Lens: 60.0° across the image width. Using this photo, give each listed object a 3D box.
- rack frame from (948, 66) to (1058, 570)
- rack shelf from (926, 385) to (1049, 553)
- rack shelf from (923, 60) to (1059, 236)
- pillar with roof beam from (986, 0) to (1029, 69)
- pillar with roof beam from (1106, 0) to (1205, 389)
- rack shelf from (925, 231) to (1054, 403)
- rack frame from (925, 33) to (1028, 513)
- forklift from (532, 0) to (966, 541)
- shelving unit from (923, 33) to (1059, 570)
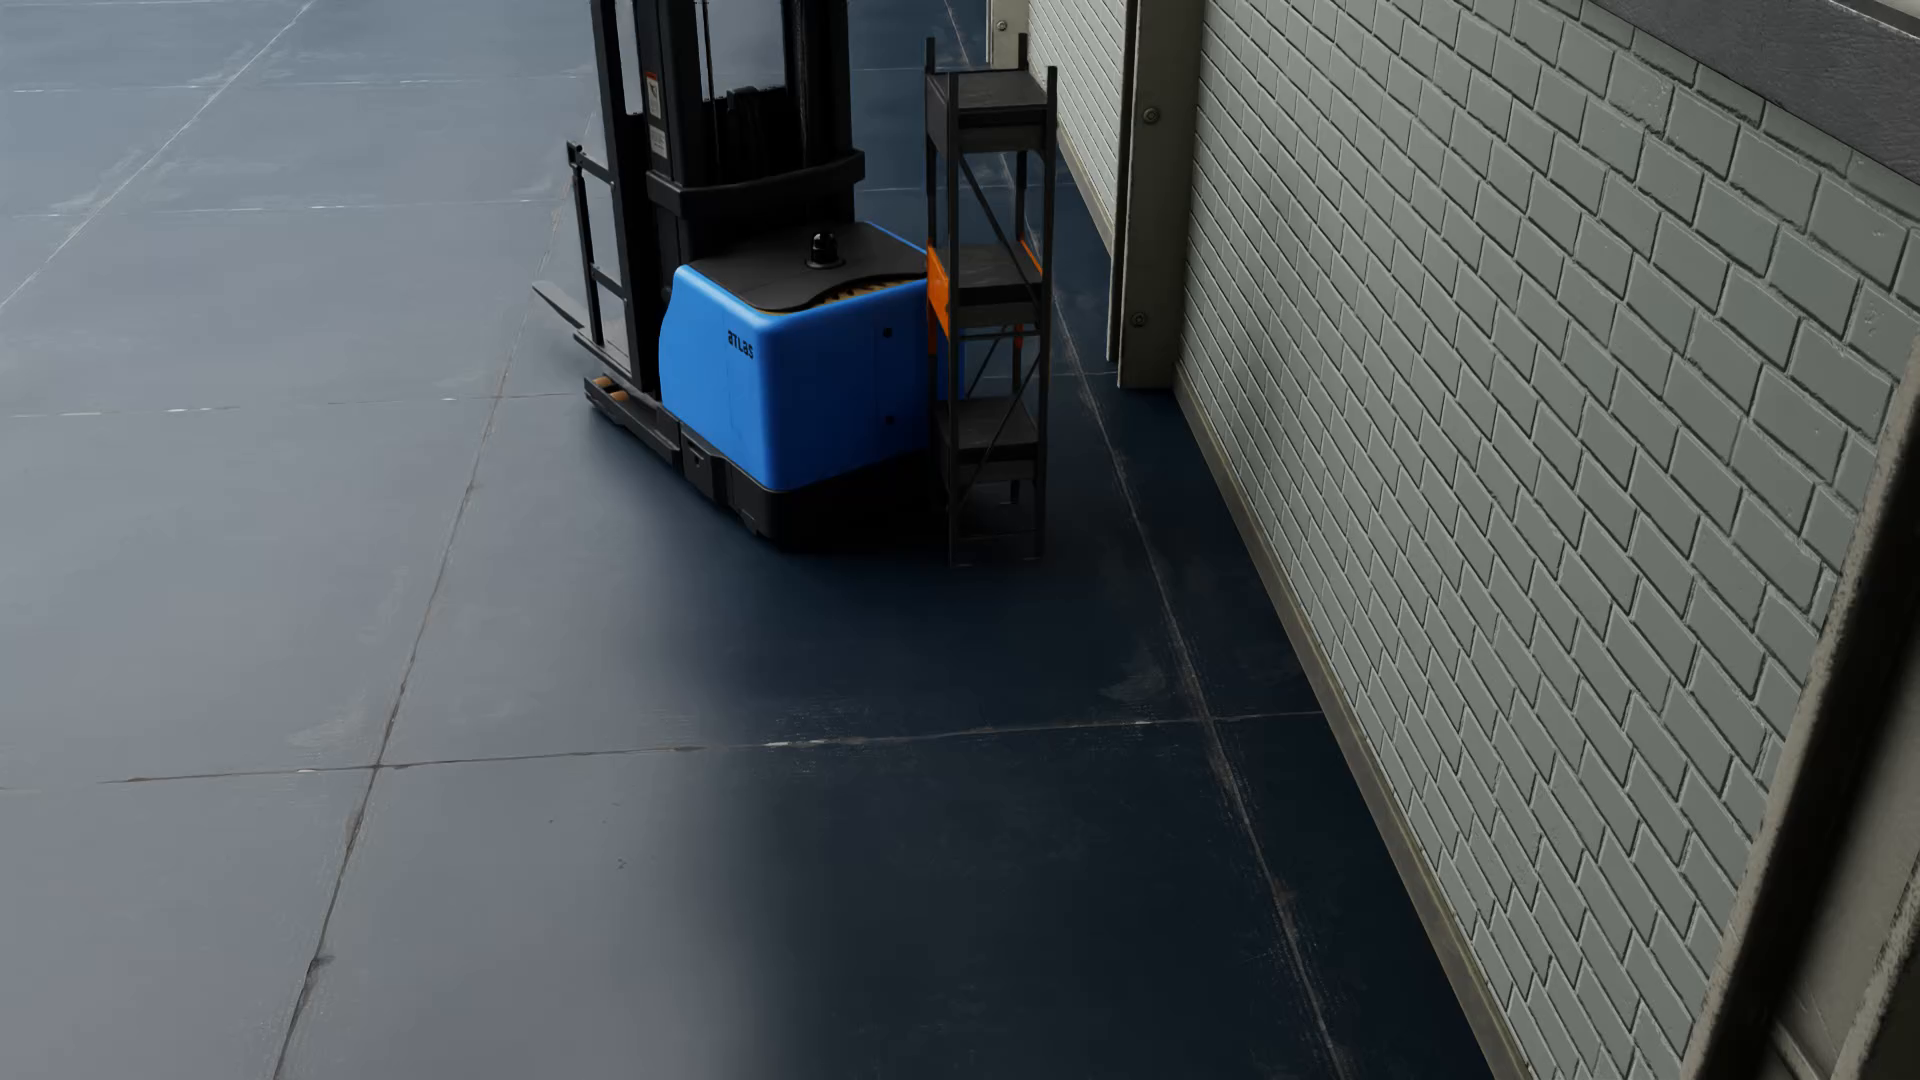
[{"bbox_3d":[0.156,-0.798,6.539,0.400,2.100,0.015,-6,31,-9],"label":"rack frame"},{"bbox_3d":[0.110,-0.309,7.111,0.431,0.518,0.480,-6,31,-9],"label":"rack shelf"},{"bbox_3d":[0.110,-1.511,6.393,0.431,0.518,0.480,-6,31,-9],"label":"rack shelf"},{"bbox_3d":[-3.893,-7.607,11.210,9.100,9.000,0.400,-3,31,-5],"label":"pillar with roof beam"},{"bbox_3d":[-3.332,-4.543,6.081,9.100,9.000,0.400,-3,31,-5],"label":"pillar with roof beam"},{"bbox_3d":[0.110,-0.910,6.752,0.431,0.518,0.480,-6,31,-9],"label":"rack shelf"},{"bbox_3d":[0.065,-1.044,6.951,0.400,2.100,0.015,-6,31,-9],"label":"rack frame"},{"bbox_3d":[-1.222,-1.957,7.668,1.130,2.935,3.031,-20,36,-30],"label":"forklift"},{"bbox_3d":[0.110,-0.921,6.745,0.431,2.100,0.503,-6,31,-9],"label":"shelving unit"}]
